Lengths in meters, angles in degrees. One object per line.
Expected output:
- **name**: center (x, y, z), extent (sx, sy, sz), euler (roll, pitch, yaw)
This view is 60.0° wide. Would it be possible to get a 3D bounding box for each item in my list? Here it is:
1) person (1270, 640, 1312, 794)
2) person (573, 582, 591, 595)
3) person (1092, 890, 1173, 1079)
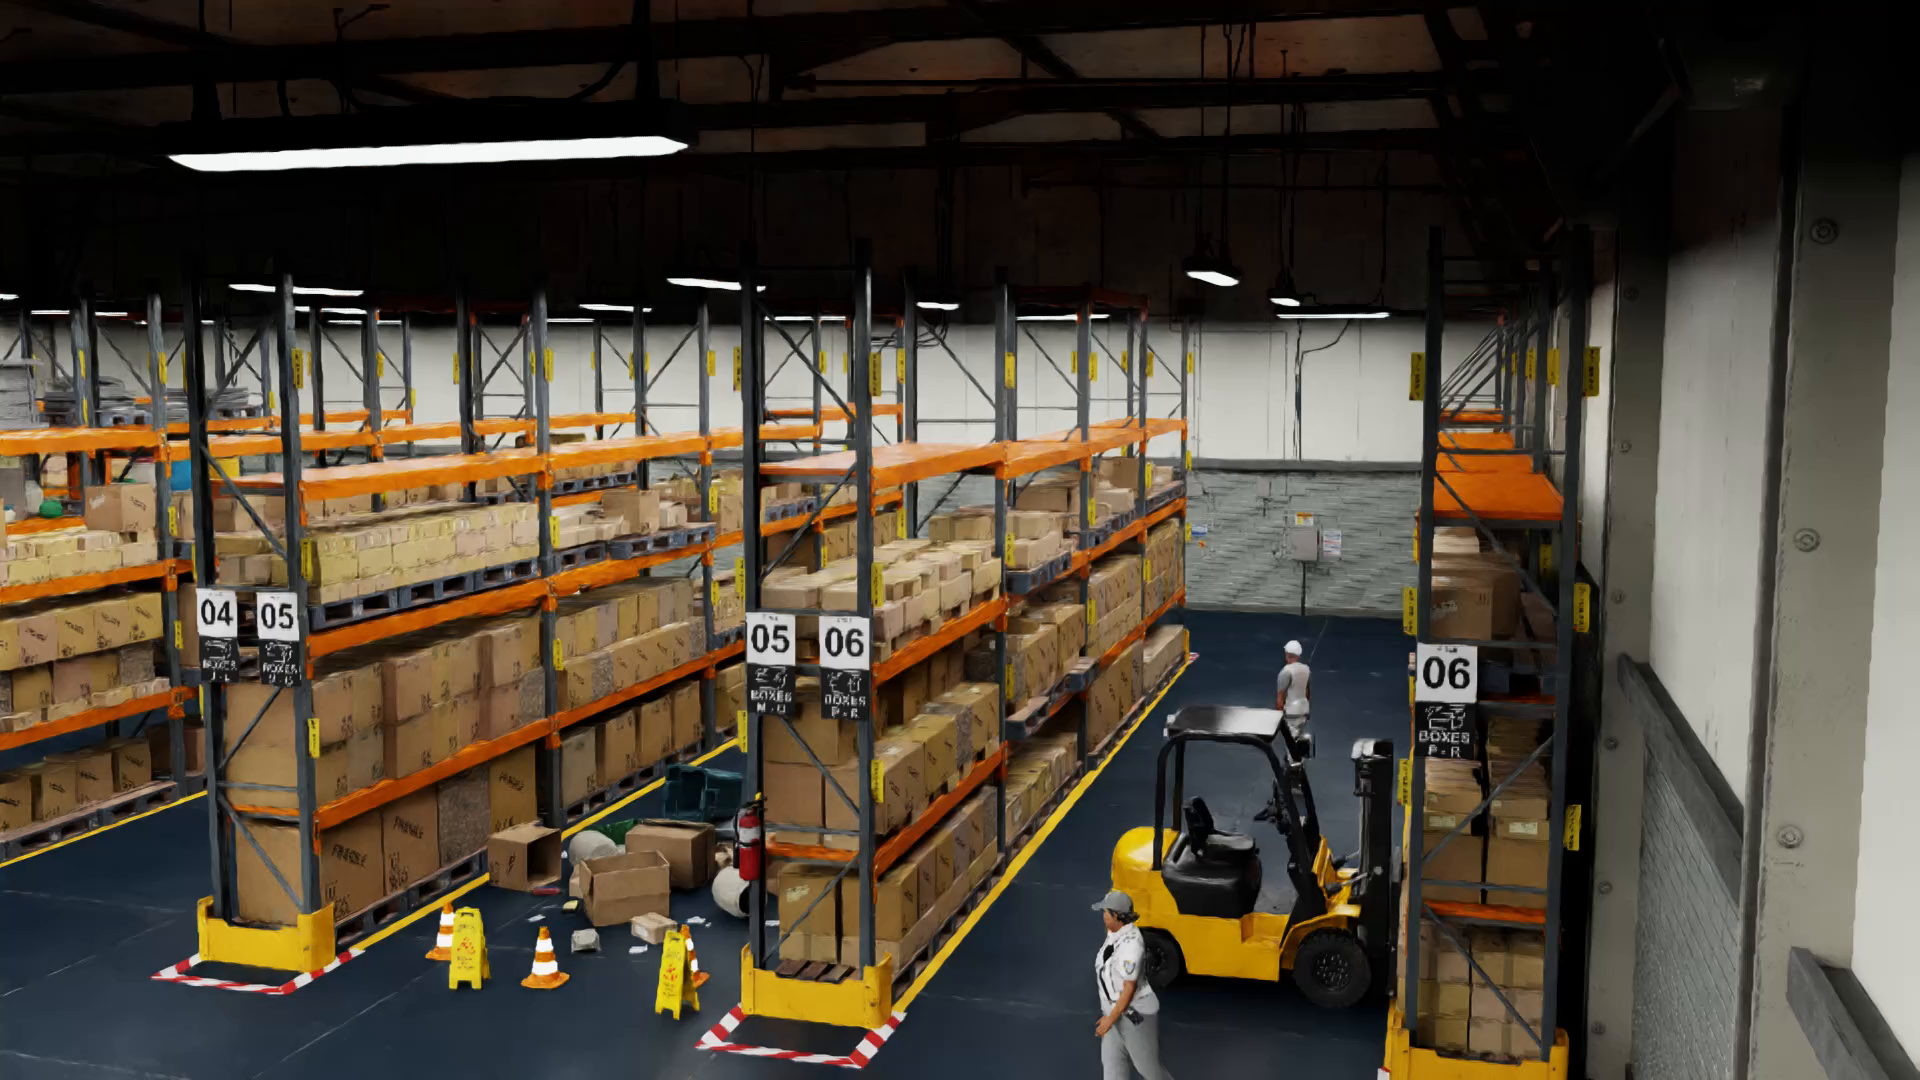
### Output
- **person**: center (3.909, 2.065, 19.694), extent (0.583, 1.786, 0.647), euler (6, 8, 41)
- **person**: center (-5.851, 1.397, 26.174), extent (0.719, 1.714, 0.578), euler (2, 7, 14)
- **person**: center (1.145, 3.127, 10.972), extent (0.690, 1.650, 0.517), euler (-1, 7, -10)
